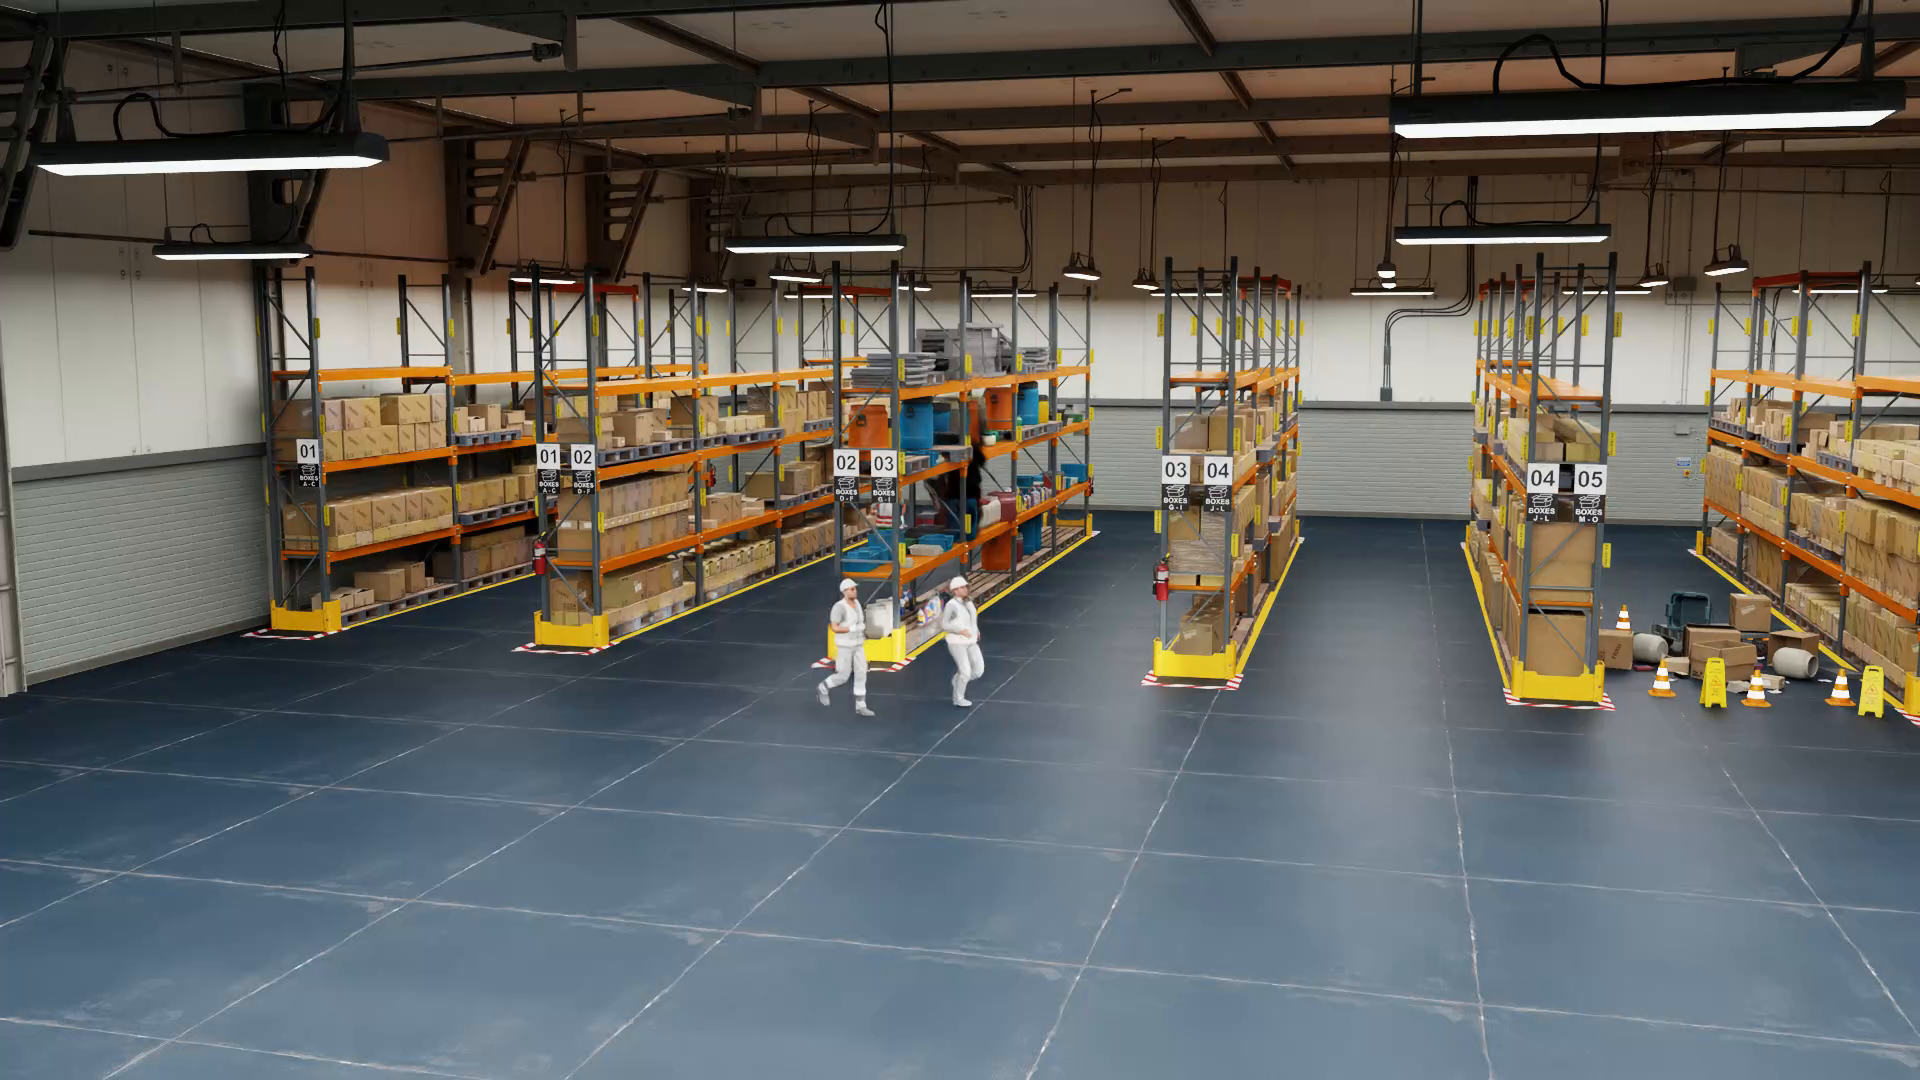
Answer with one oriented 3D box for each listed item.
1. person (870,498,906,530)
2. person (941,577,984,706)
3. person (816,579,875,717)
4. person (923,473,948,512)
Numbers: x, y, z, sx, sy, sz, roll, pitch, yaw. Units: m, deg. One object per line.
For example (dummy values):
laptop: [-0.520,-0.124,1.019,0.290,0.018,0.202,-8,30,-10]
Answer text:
person: [-1.404,-0.209,31.861,0.640,1.883,0.765,2,8,19]
person: [0.043,1.352,22.072,0.597,1.724,0.616,7,10,43]
person: [-1.474,1.376,21.569,0.908,1.770,0.668,5,9,36]
person: [-0.581,-1.169,42.307,0.663,1.643,0.557,-3,8,-23]
